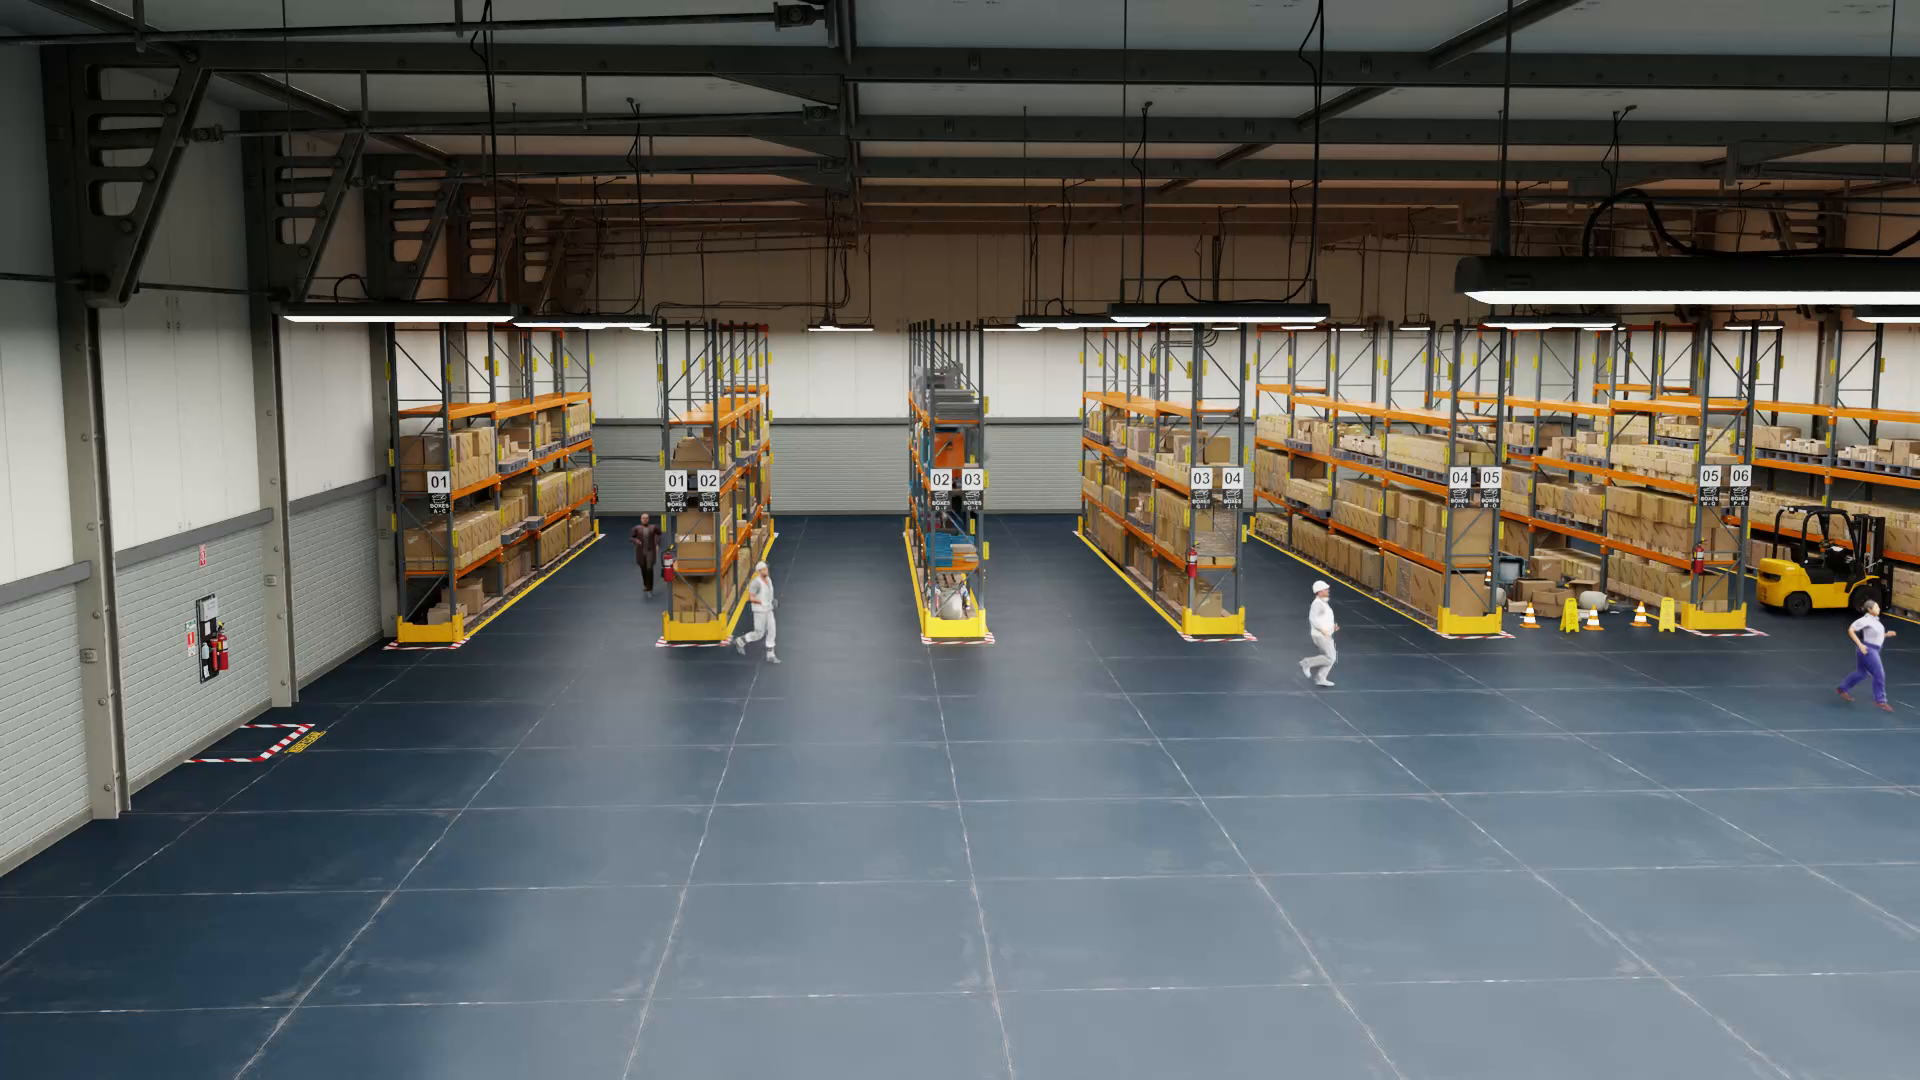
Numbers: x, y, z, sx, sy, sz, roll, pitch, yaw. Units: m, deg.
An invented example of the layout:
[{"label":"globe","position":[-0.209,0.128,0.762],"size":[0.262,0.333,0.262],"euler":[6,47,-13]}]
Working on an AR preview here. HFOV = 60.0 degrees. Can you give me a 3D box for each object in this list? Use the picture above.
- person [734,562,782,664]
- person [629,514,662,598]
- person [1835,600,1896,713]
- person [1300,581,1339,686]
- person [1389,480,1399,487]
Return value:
[{"label":"person","position":[-3.508,1.258,29.165],"size":[0.886,1.781,0.664],"euler":[4,8,28]},{"label":"person","position":[-6.932,0.374,36.627],"size":[0.678,1.756,0.863],"euler":[0,7,-3]},{"label":"person","position":[13.937,1.797,25.513],"size":[0.860,1.588,0.594],"euler":[6,9,38]},{"label":"person","position":[5.878,1.525,27.164],"size":[0.586,1.729,0.659],"euler":[3,8,21]},{"label":"person","position":[12.706,-1.259,49.512],"size":[0.709,1.786,0.724],"euler":[0,7,4]}]
